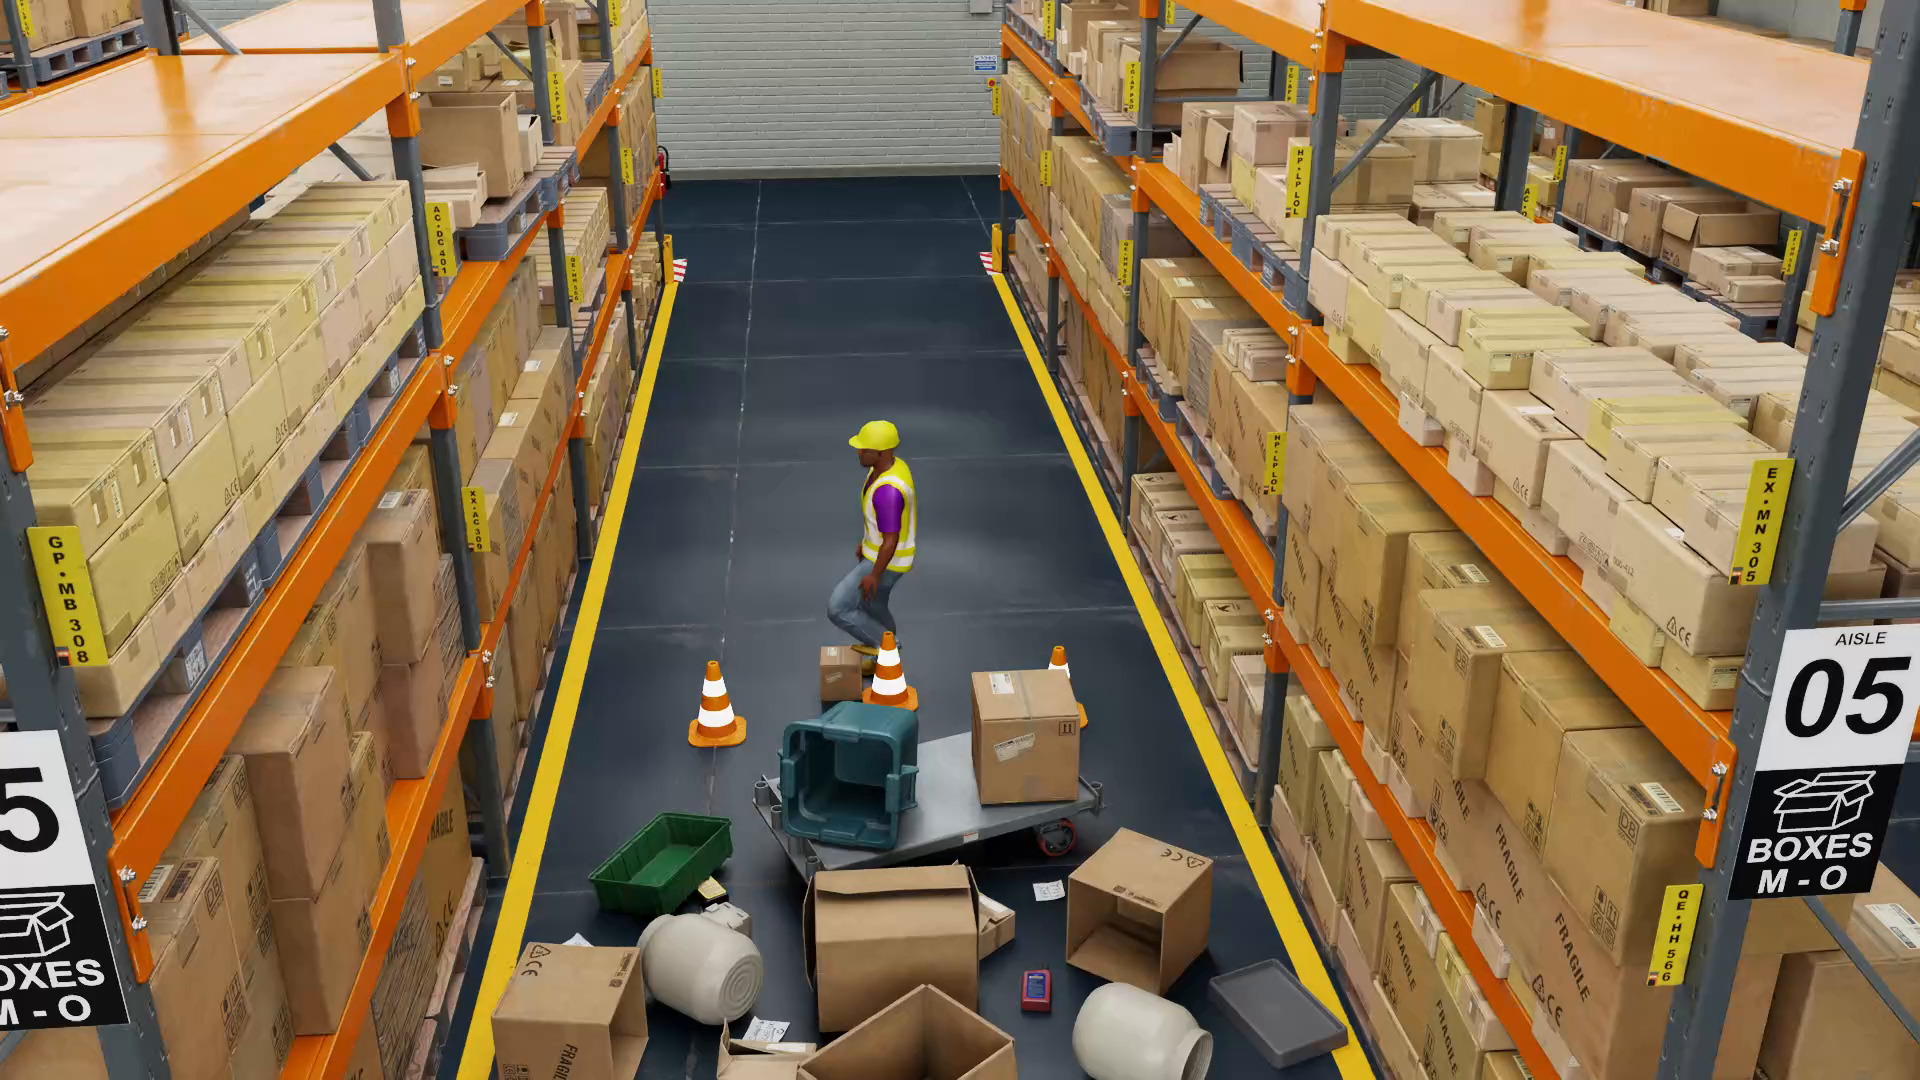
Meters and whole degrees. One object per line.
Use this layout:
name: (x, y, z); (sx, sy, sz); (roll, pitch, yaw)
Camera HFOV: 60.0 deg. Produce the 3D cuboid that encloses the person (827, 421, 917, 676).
person: (-0.538, 0.113, 10.040); (0.555, 1.763, 0.625); (-3, 24, -6)
